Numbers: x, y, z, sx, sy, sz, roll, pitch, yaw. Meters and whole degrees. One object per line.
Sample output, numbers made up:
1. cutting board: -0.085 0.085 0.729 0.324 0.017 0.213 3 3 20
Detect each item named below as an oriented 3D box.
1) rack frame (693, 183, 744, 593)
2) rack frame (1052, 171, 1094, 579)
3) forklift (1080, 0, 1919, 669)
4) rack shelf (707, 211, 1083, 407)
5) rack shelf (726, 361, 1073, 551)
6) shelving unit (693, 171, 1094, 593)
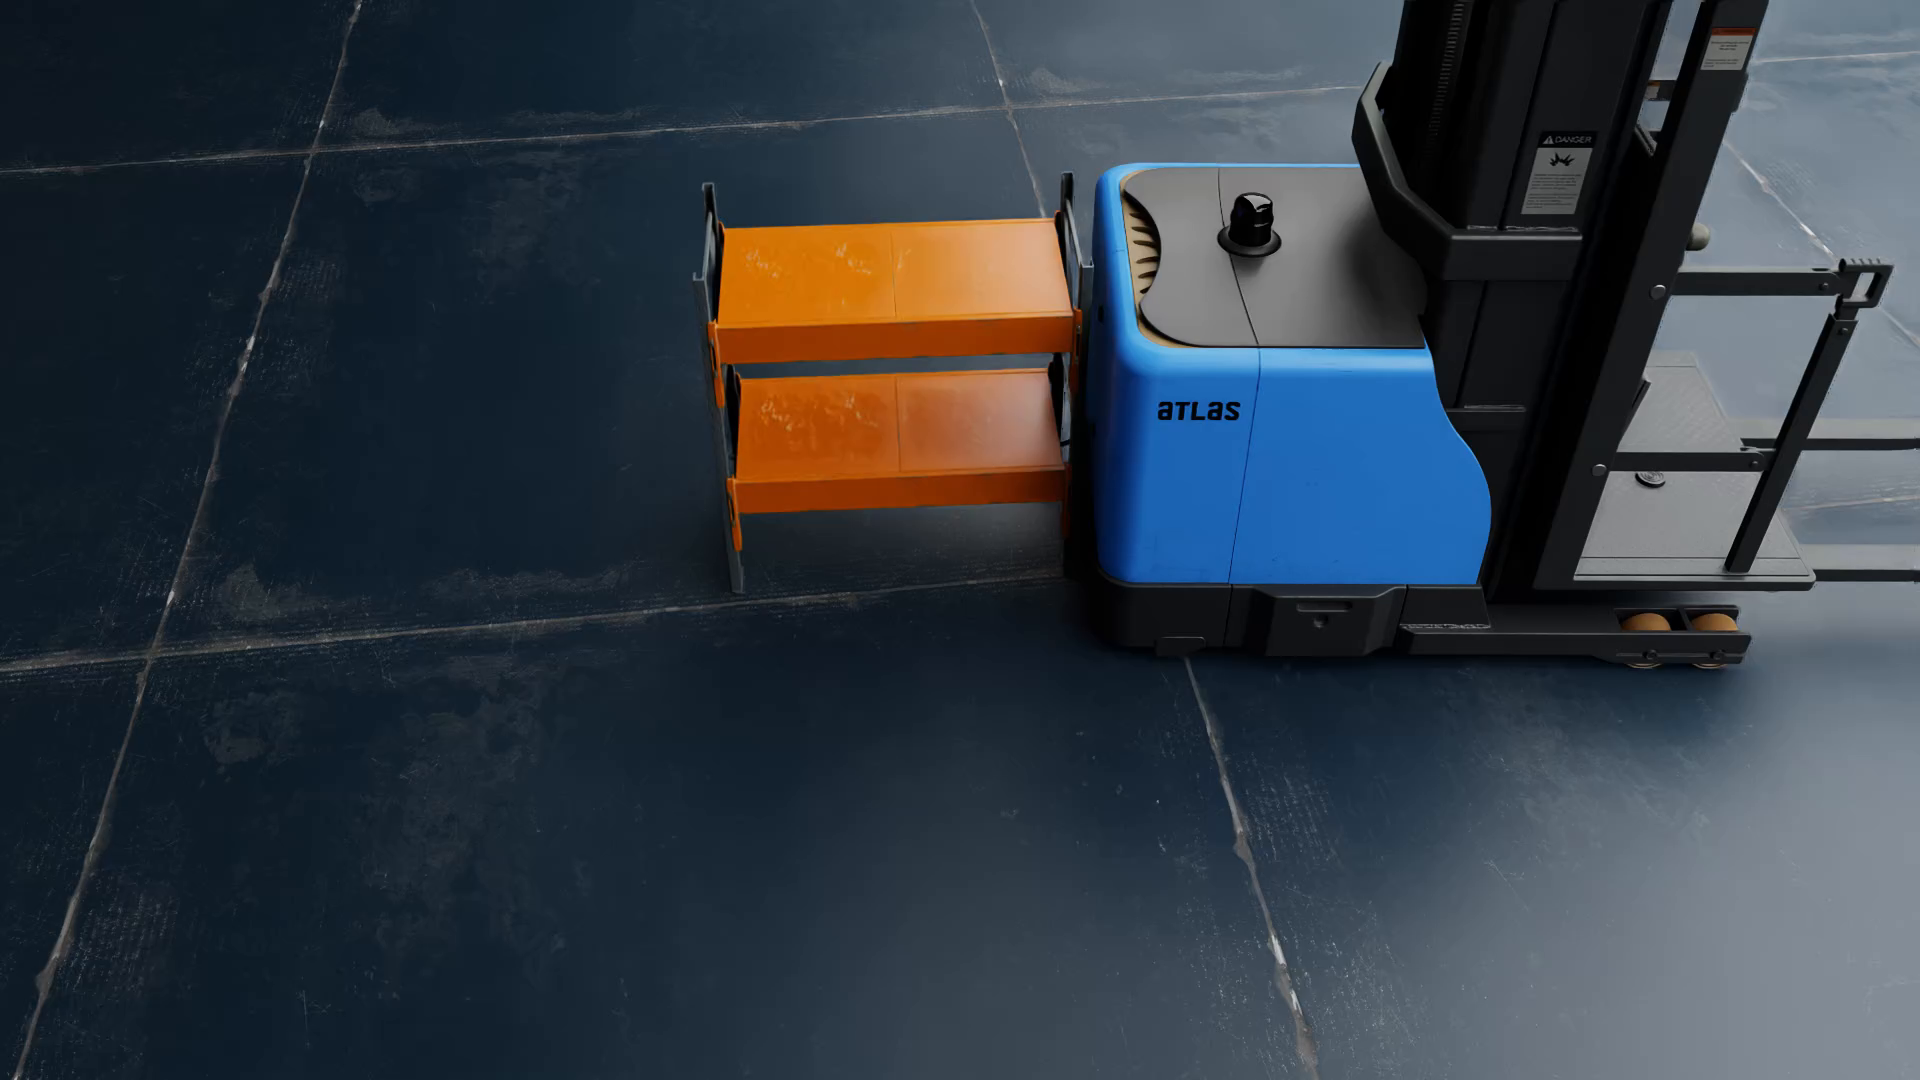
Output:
1. rack frame: -0.694 -0.422 4.878 0.032 1.125 0.500 -2 42 -3
2. rack frame: 0.320 -0.465 4.926 0.032 1.125 0.500 -2 42 -3
3. forklift: 1.897 -1.073 4.252 3.031 2.935 1.130 0 42 0
4. rack shelf: -0.187 -0.661 4.706 1.000 0.278 0.538 -2 42 -3
5. rack shelf: -0.187 -0.262 5.066 1.000 0.278 0.538 -2 42 -3
6. shelving unit: -0.187 -0.444 4.902 1.048 1.125 0.538 -2 42 -3
